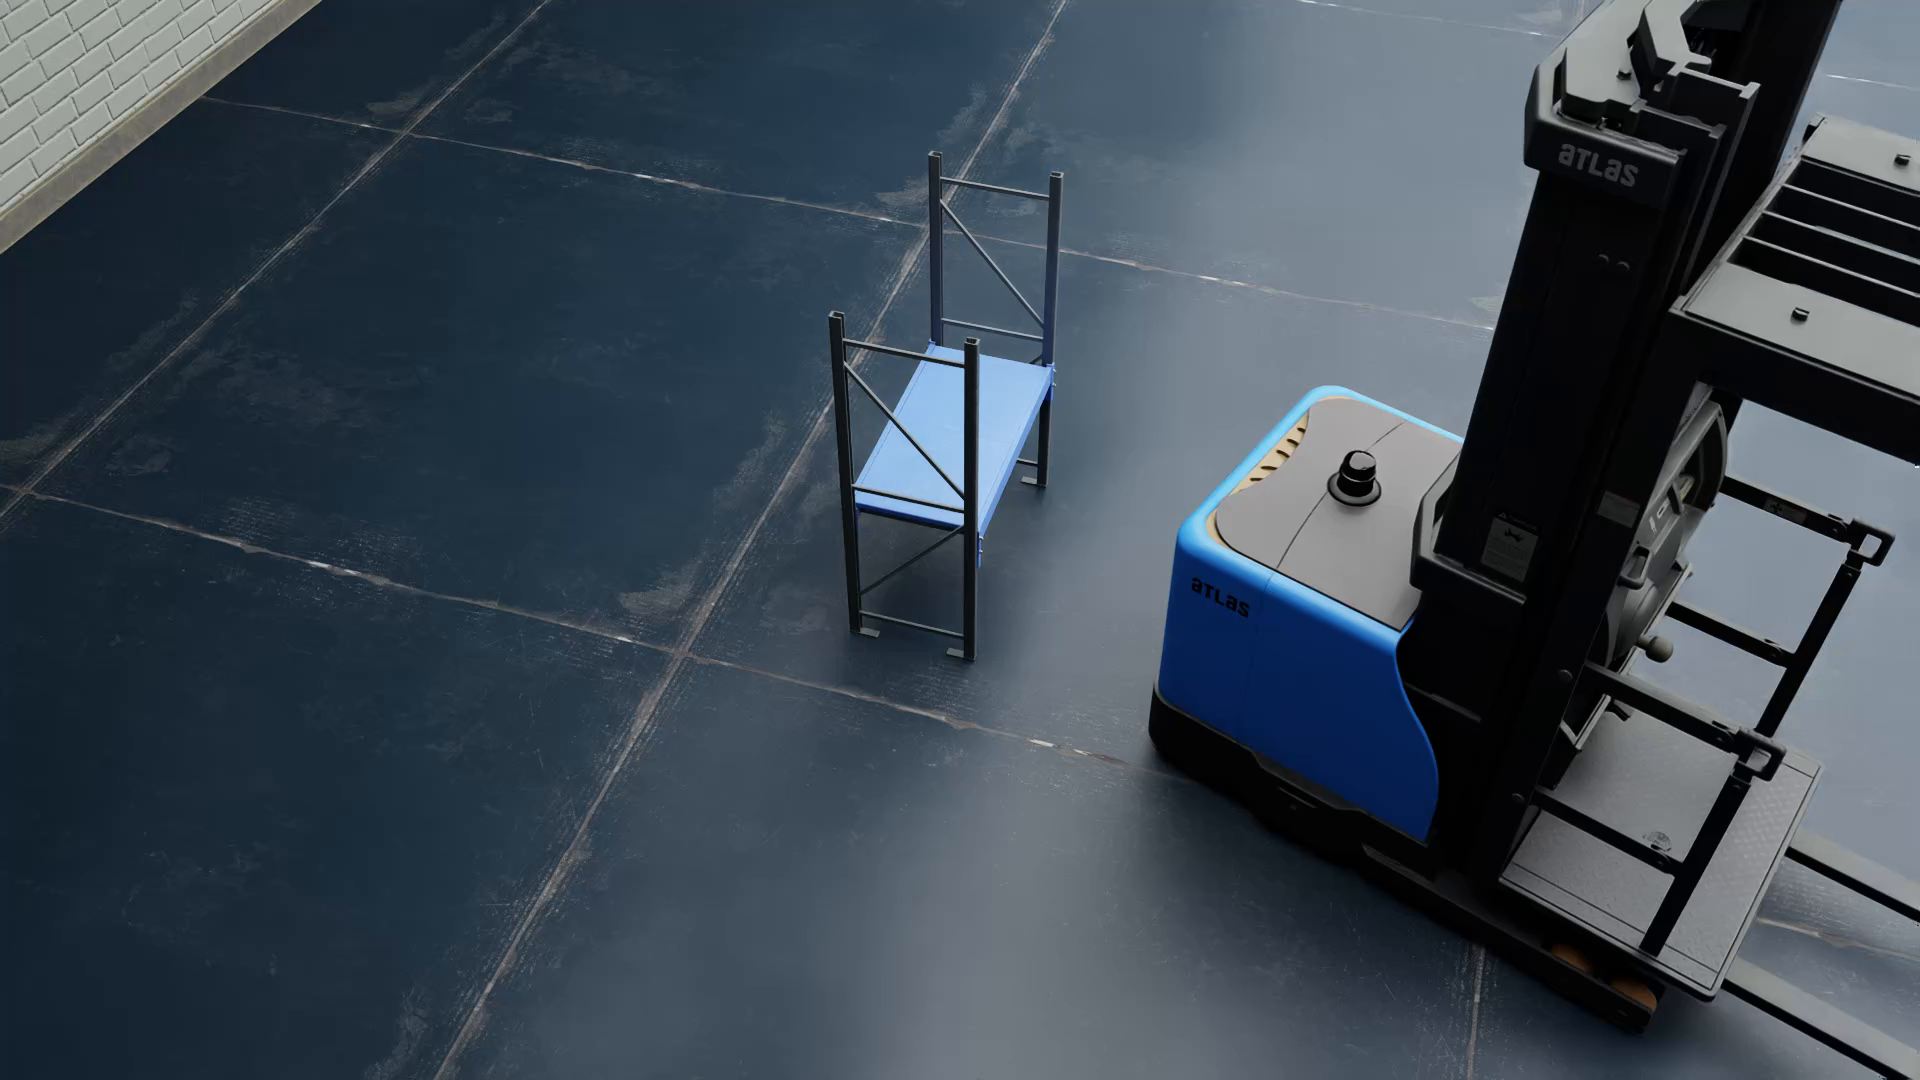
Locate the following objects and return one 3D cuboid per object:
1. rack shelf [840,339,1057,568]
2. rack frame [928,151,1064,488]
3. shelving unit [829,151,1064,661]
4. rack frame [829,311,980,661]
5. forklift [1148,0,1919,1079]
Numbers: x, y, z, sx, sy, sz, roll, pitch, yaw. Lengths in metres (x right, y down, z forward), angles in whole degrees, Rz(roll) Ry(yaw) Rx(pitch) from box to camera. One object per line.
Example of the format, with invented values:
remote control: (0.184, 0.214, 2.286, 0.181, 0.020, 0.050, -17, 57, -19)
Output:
rack shelf: (-0.026, -0.351, 6.293, 0.538, 0.185, 1.000, 13, 46, 12)
rack frame: (0.128, -0.818, 6.514, 0.500, 1.500, 0.032, 13, 46, 12)
shelving unit: (-0.026, -0.479, 6.167, 0.538, 1.500, 1.048, 13, 46, 12)
rack frame: (-0.180, -0.140, 5.821, 0.500, 1.500, 0.032, 13, 46, 12)
forklift: (2.154, 0.048, 4.605, 3.031, 2.935, 1.130, 28, 51, 26)
